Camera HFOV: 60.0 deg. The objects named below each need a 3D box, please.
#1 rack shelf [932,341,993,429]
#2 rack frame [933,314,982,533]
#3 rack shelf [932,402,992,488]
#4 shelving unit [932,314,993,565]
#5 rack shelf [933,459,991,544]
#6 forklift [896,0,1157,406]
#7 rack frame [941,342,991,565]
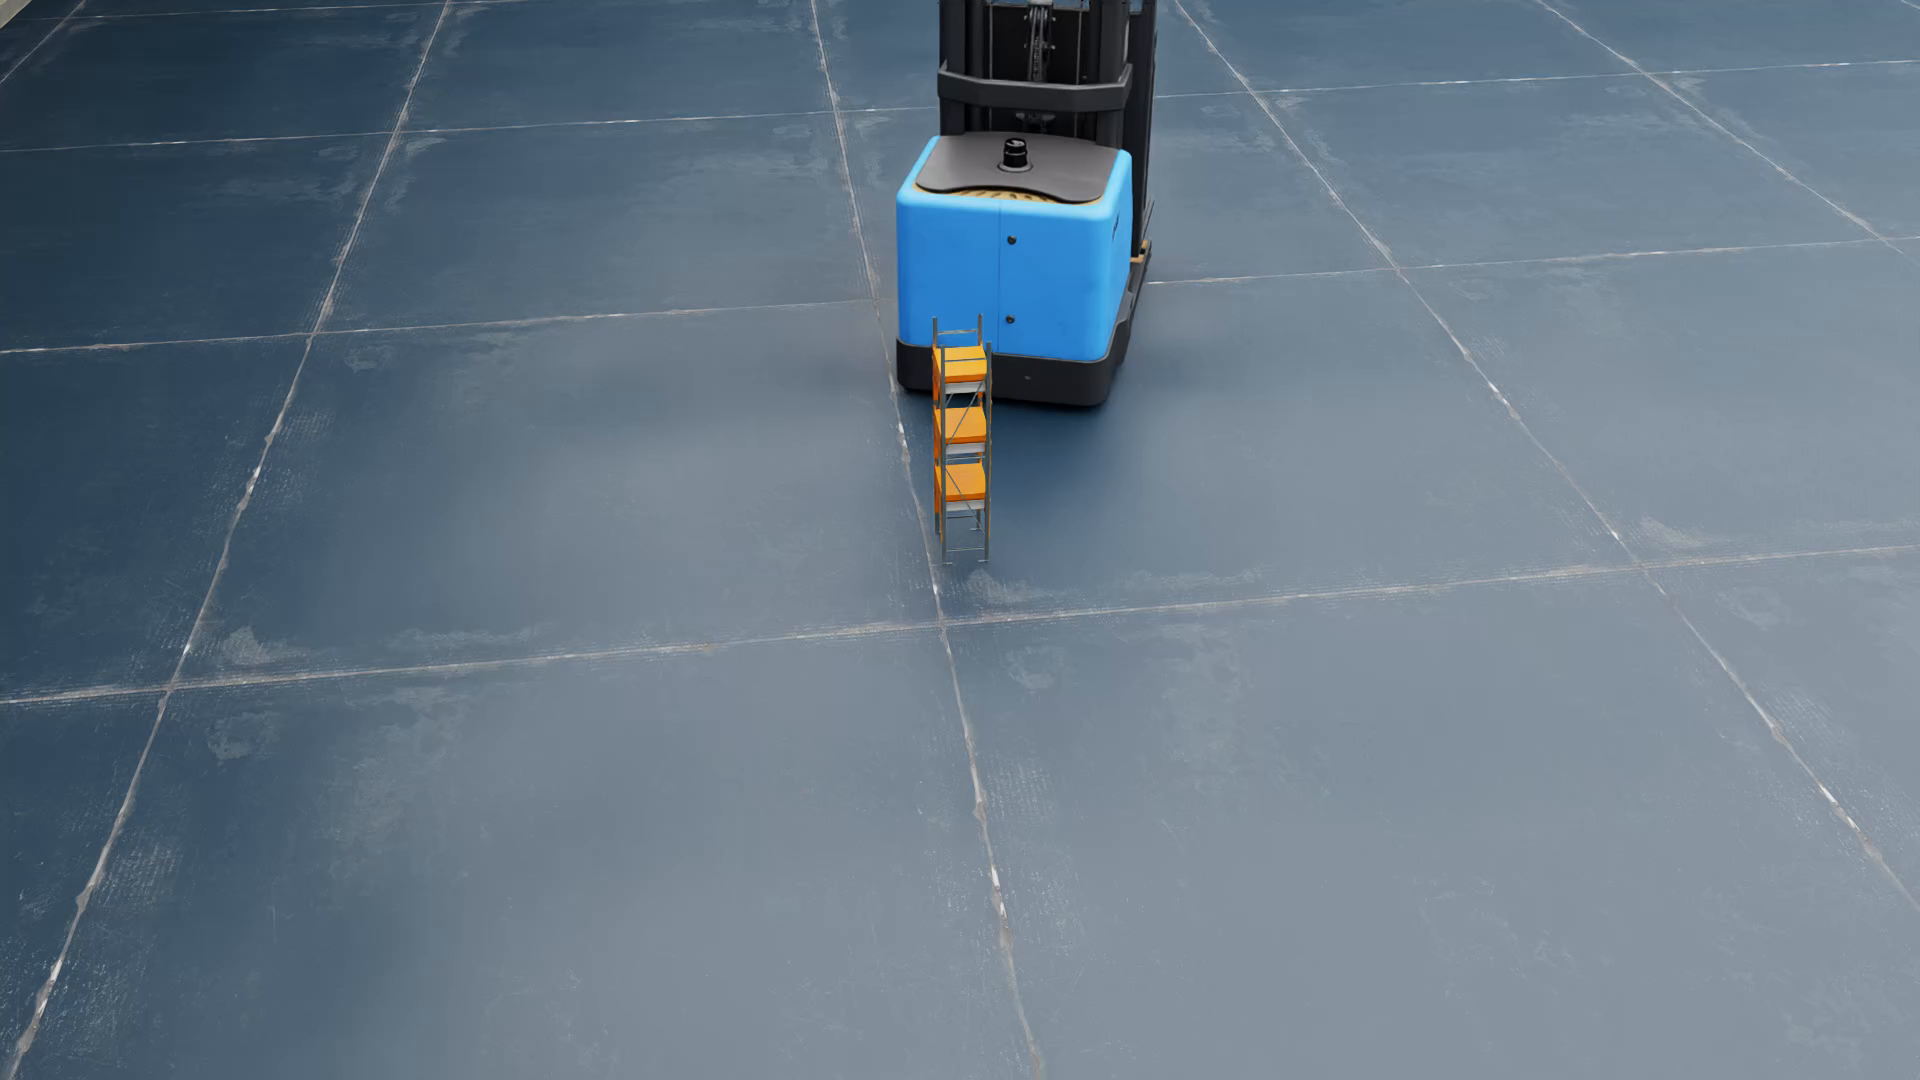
[{"bbox_3d":[0.007,-0.630,6.757,0.215,0.259,0.240,-4,35,-6],"label":"rack shelf"},{"bbox_3d":[-0.009,-0.472,7.010,0.200,1.050,0.008,-4,35,-6],"label":"rack frame"},{"bbox_3d":[0.007,-0.395,6.916,0.215,0.259,0.240,-4,35,-6],"label":"rack shelf"},{"bbox_3d":[0.007,-0.404,6.911,0.215,1.050,0.252,-4,35,-6],"label":"shelving unit"},{"bbox_3d":[0.007,-0.166,7.073,0.215,0.259,0.240,-4,35,-6],"label":"rack shelf"},{"bbox_3d":[0.486,-2.686,8.589,1.130,2.935,3.031,7,35,10],"label":"forklift"},{"bbox_3d":[0.024,-0.336,6.811,0.200,1.050,0.008,-4,35,-6],"label":"rack frame"}]
